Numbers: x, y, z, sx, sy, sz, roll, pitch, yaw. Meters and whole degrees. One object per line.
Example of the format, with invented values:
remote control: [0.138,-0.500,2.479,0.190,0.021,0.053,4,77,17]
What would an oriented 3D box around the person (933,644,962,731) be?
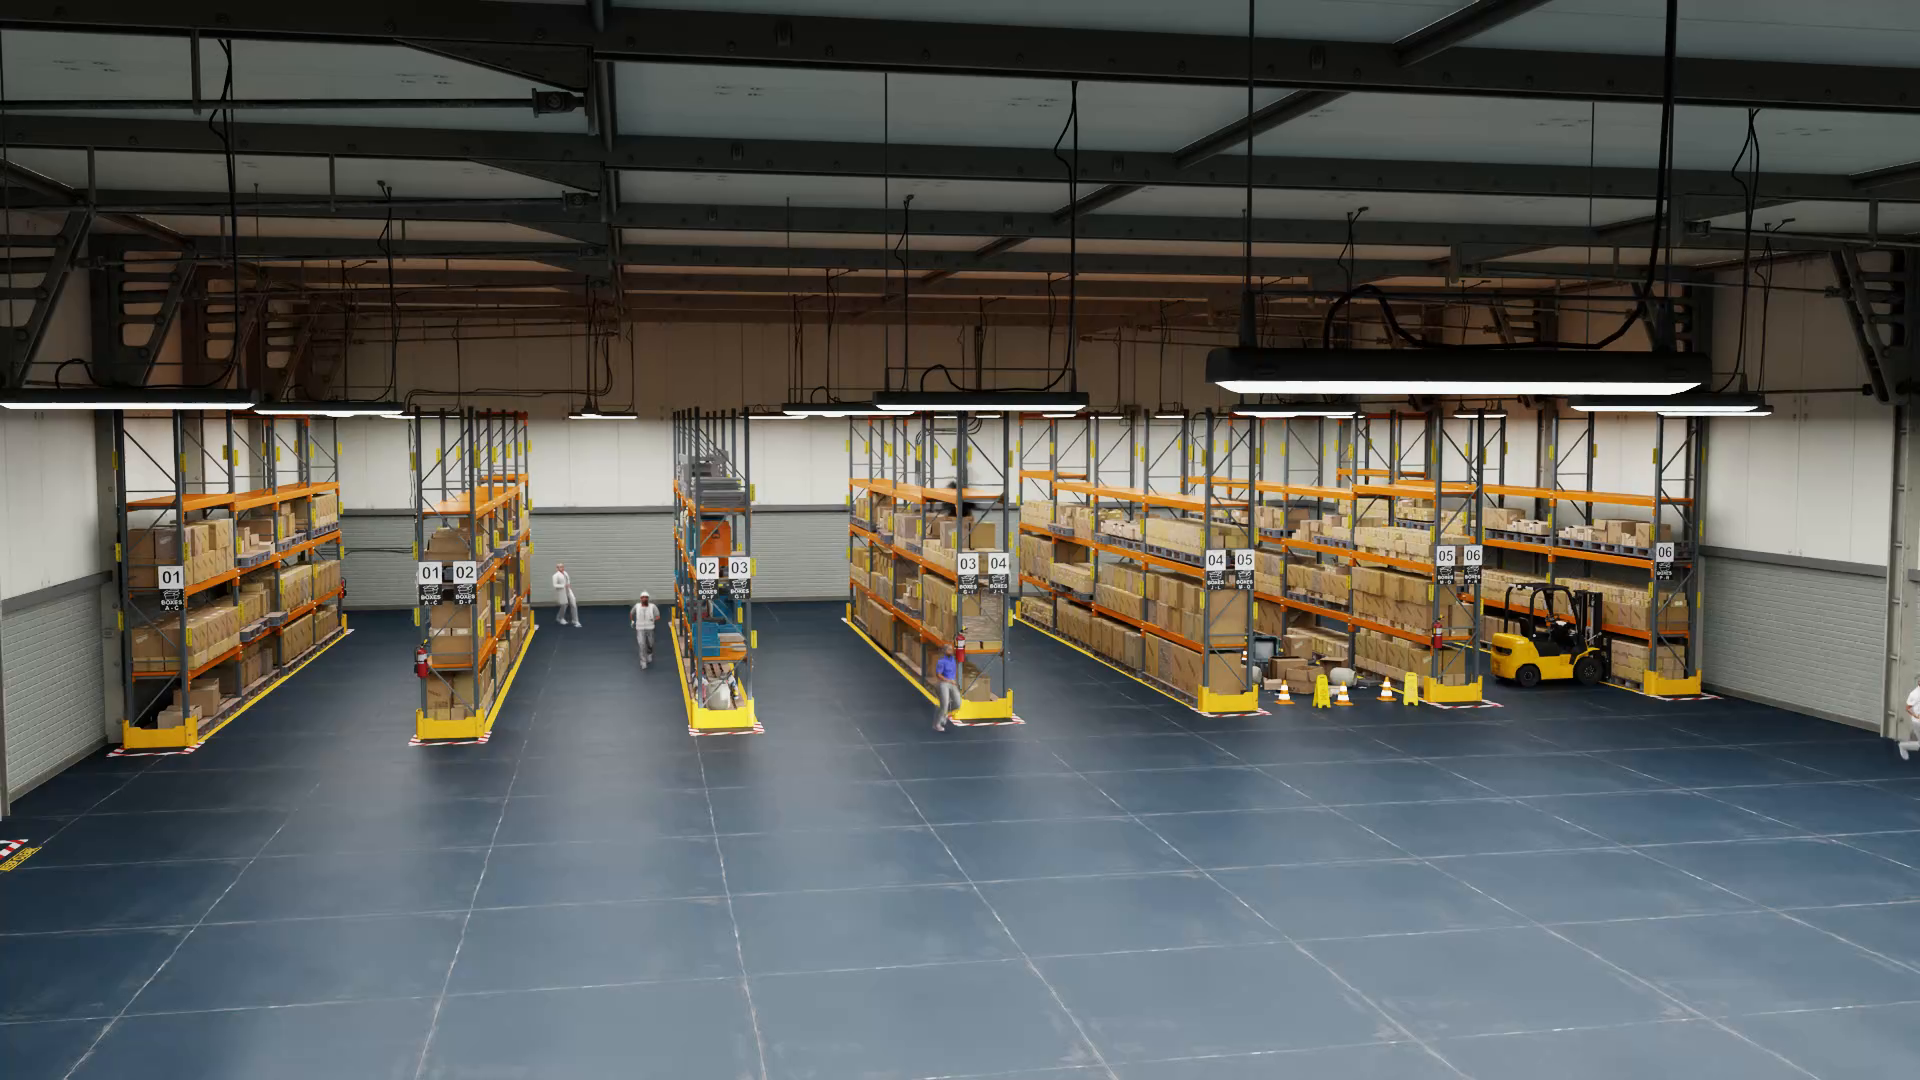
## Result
person: [-0.193,2.724,30.835,0.604,1.613,0.614,4,5,42]

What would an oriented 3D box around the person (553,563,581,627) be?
person: [-11.042,1.536,46.359,0.979,1.776,0.704,3,5,37]

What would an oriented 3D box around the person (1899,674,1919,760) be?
person: [15.783,2.968,27.230,0.592,1.650,0.675,-1,4,-18]

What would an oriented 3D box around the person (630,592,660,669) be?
person: [-7.329,2.084,38.701,0.696,1.763,0.941,-1,4,-12]
